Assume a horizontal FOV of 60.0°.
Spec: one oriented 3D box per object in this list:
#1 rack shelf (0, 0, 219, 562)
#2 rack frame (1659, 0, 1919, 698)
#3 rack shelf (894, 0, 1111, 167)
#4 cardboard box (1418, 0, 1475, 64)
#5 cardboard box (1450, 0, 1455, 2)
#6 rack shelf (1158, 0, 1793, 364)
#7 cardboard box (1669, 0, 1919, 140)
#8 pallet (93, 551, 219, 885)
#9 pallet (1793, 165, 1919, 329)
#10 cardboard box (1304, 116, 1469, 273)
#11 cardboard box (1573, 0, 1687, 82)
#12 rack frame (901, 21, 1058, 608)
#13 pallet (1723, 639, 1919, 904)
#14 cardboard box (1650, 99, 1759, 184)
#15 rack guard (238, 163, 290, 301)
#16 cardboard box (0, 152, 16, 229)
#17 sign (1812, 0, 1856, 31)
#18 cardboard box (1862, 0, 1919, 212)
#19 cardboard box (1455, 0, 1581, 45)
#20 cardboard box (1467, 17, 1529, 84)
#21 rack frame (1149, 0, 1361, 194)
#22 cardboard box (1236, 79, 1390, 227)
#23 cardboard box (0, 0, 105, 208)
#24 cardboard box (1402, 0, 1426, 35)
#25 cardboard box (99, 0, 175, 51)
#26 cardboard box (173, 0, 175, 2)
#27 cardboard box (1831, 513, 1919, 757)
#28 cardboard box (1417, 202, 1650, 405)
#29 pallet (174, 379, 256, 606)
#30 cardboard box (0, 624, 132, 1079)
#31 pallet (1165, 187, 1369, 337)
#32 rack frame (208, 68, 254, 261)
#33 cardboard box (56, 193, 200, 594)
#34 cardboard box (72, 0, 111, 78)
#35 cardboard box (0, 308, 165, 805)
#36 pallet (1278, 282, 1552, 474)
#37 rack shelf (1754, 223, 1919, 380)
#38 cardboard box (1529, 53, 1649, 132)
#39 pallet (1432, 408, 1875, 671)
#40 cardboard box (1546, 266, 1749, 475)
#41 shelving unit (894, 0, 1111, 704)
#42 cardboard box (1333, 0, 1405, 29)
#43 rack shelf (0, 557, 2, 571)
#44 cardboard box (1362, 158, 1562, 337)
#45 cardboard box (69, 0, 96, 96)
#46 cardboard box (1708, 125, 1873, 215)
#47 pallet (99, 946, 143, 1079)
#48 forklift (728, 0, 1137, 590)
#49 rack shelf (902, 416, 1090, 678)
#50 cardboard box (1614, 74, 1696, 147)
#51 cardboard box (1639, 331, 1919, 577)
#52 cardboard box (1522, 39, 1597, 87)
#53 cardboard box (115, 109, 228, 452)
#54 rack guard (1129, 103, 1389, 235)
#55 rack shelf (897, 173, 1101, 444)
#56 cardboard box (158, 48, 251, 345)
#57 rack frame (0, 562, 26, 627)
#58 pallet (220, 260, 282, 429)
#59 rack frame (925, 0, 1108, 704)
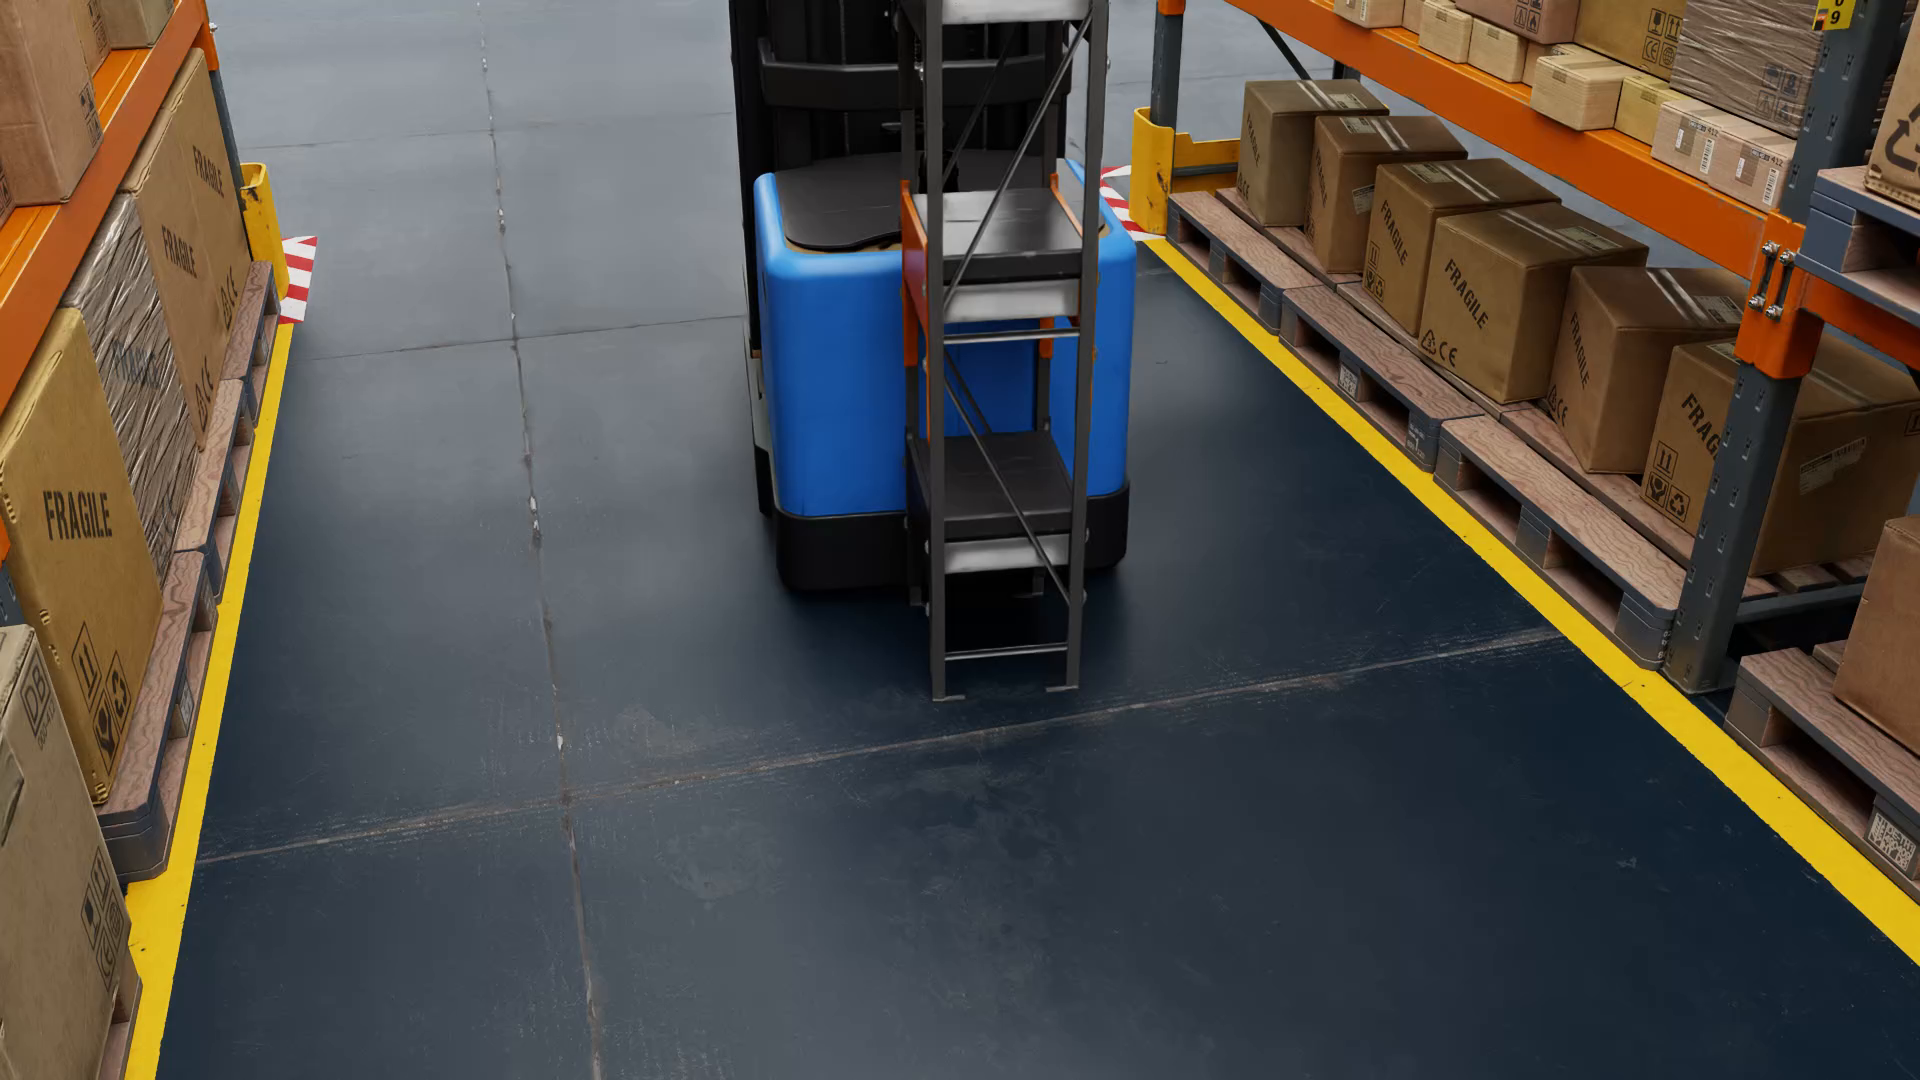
[{"bbox_3d":[-2.901,-1.009,4.718,1.077,0.370,4.000,-8,31,-13],"label":"rack shelf"},{"bbox_3d":[2.438,-0.966,3.924,1.000,3.000,0.127,-8,31,-13],"label":"rack frame"},{"bbox_3d":[0.087,-1.200,3.857,0.431,0.518,0.480,-4,30,-8],"label":"rack shelf"},{"bbox_3d":[1.714,-1.648,5.354,0.380,0.149,0.250,-8,31,-13],"label":"cardboard box"},{"bbox_3d":[1.957,-2.084,5.460,0.875,0.500,0.500,-8,31,-13],"label":"cardboard box"},{"bbox_3d":[1.908,-1.620,5.773,1.077,0.370,4.000,-8,31,-13],"label":"rack shelf"},{"bbox_3d":[2.379,-1.363,4.214,0.875,0.500,0.500,-8,31,-13],"label":"cardboard box"},{"bbox_3d":[-2.497,0.474,4.220,1.003,0.211,1.213,-8,31,-13],"label":"pallet"},{"bbox_3d":[2.501,-0.494,3.301,1.003,0.211,1.213,-8,31,-13],"label":"pallet"},{"bbox_3d":[1.718,-1.409,6.767,0.500,0.500,0.500,0,30,0],"label":"cardboard box"},{"bbox_3d":[2.280,-1.609,4.639,0.875,0.500,0.500,-8,31,-13],"label":"cardboard box"},{"bbox_3d":[0.050,-0.727,4.410,0.400,2.100,0.015,-4,30,-8],"label":"rack frame"},{"bbox_3d":[2.646,0.617,3.973,1.003,0.211,1.213,-8,31,-13],"label":"pallet"},{"bbox_3d":[2.041,-1.044,4.309,0.380,0.149,0.250,-8,31,-13],"label":"cardboard box"},{"bbox_3d":[-3.439,-1.217,6.853,1.175,0.500,0.348,-8,31,-13],"label":"rack guard"},{"bbox_3d":[-2.648,-0.859,3.590,0.875,0.550,0.550,-8,31,-13],"label":"cardboard box"},{"bbox_3d":[1.917,-1.264,3.576,0.100,0.325,0.005,-8,31,-13],"label":"sign"},{"bbox_3d":[2.514,-1.005,2.973,1.000,1.000,1.000,-8,31,-13],"label":"cardboard box"},{"bbox_3d":[2.050,-1.837,5.033,0.875,0.500,0.500,-8,31,-13],"label":"cardboard box"},{"bbox_3d":[1.814,-1.532,5.153,0.380,0.149,0.250,-8,31,-13],"label":"cardboard box"},{"bbox_3d":[1.377,-2.897,7.262,1.000,3.000,0.127,-8,31,-13],"label":"rack frame"},{"bbox_3d":[1.526,-1.694,7.258,0.500,0.500,0.500,-2,30,-4],"label":"cardboard box"},{"bbox_3d":[-2.678,-1.135,4.068,0.875,0.550,0.550,-8,31,-13],"label":"cardboard box"},{"bbox_3d":[1.721,-1.779,5.580,0.380,0.149,0.250,-8,31,-13],"label":"cardboard box"},{"bbox_3d":[-3.123,-1.916,5.416,0.875,0.550,0.550,-8,31,-13],"label":"cardboard box"},{"bbox_3d":[-3.290,-2.179,5.870,0.875,0.550,0.550,-8,31,-13],"label":"cardboard box"},{"bbox_3d":[2.581,0.225,3.923,0.700,0.500,0.500,-10,32,-17],"label":"cardboard box"},{"bbox_3d":[1.971,-0.829,5.764,0.500,0.500,0.500,-11,32,-18],"label":"cardboard box"},{"bbox_3d":[-2.824,-0.116,5.240,1.003,0.211,1.213,-8,31,-13],"label":"pallet"},{"bbox_3d":[-2.119,0.725,2.830,1.050,0.750,0.750,-8,31,-14],"label":"cardboard box"},{"bbox_3d":[1.578,-1.257,7.211,1.003,0.211,1.213,-8,31,-13],"label":"pallet"},{"bbox_3d":[-3.432,-2.287,6.207,1.000,3.000,0.127,-8,31,-13],"label":"rack frame"},{"bbox_3d":[-2.713,-0.365,4.588,0.875,0.875,0.875,-8,31,-13],"label":"cardboard box"},{"bbox_3d":[-3.095,-1.629,4.920,0.875,0.550,0.550,-8,31,-13],"label":"cardboard box"},{"bbox_3d":[-2.470,0.070,3.837,0.875,0.875,0.875,-7,31,-13],"label":"cardboard box"},{"bbox_3d":[1.899,-0.669,6.195,1.003,0.211,1.213,-8,31,-13],"label":"pallet"},{"bbox_3d":[2.969,0.312,2.435,1.077,0.370,4.000,-8,31,-13],"label":"rack shelf"},{"bbox_3d":[1.858,-1.278,4.715,0.380,0.149,0.250,-8,31,-13],"label":"cardboard box"},{"bbox_3d":[2.226,-0.078,5.175,1.003,0.211,1.213,-8,31,-13],"label":"pallet"},{"bbox_3d":[2.211,-0.540,5.264,0.500,0.500,0.500,2,30,3],"label":"cardboard box"},{"bbox_3d":[0.087,-0.606,4.201,0.431,2.100,0.503,-4,30,-8],"label":"shelving unit"},{"bbox_3d":[1.527,-1.882,5.758,0.380,0.149,0.250,-8,31,-13],"label":"cardboard box"},{"bbox_3d":[-1.840,0.922,1.380,1.077,0.370,4.000,-8,31,-13],"label":"rack shelf"},{"bbox_3d":[1.866,-1.105,6.240,0.500,0.500,0.500,-5,30,-9],"label":"cardboard box"},{"bbox_3d":[-2.915,-1.378,4.487,0.875,0.550,0.500,-8,31,-13],"label":"cardboard box"},{"bbox_3d":[2.098,-0.922,4.099,0.380,0.149,0.250,-8,31,-13],"label":"cardboard box"},{"bbox_3d":[-2.093,1.215,2.941,1.003,0.211,1.213,-8,31,-13],"label":"pallet"},{"bbox_3d":[-0.229,-1.841,5.504,1.130,2.935,3.031,-4,30,-8],"label":"forklift"},{"bbox_3d":[0.087,0.012,4.559,0.431,0.518,0.480,-4,30,-8],"label":"rack shelf"},{"bbox_3d":[2.032,-1.172,4.532,0.380,0.149,0.250,-8,31,-13],"label":"cardboard box"},{"bbox_3d":[2.371,-0.264,4.788,0.500,0.500,0.500,-9,31,-15],"label":"cardboard box"},{"bbox_3d":[1.919,-1.417,4.954,0.380,0.149,0.250,-8,31,-13],"label":"cardboard box"},{"bbox_3d":[-2.953,-0.806,5.349,0.875,0.875,0.875,-8,31,-14],"label":"cardboard box"},{"bbox_3d":[1.397,-1.779,7.824,1.175,0.500,0.348,-8,31,-13],"label":"rack guard"},{"bbox_3d":[0.087,-0.594,4.208,0.431,0.518,0.480,-4,30,-8],"label":"rack shelf"},{"bbox_3d":[-3.189,-1.230,6.083,0.875,0.875,0.875,-8,31,-13],"label":"cardboard box"},{"bbox_3d":[-2.371,-0.355,2.869,1.000,3.000,0.127,-8,31,-13],"label":"rack frame"},{"bbox_3d":[-3.145,-0.704,6.256,1.003,0.211,1.213,-8,31,-13],"label":"pallet"},{"bbox_3d":[0.124,-0.485,3.992,0.400,2.100,0.015,-4,30,-8],"label":"rack frame"}]
